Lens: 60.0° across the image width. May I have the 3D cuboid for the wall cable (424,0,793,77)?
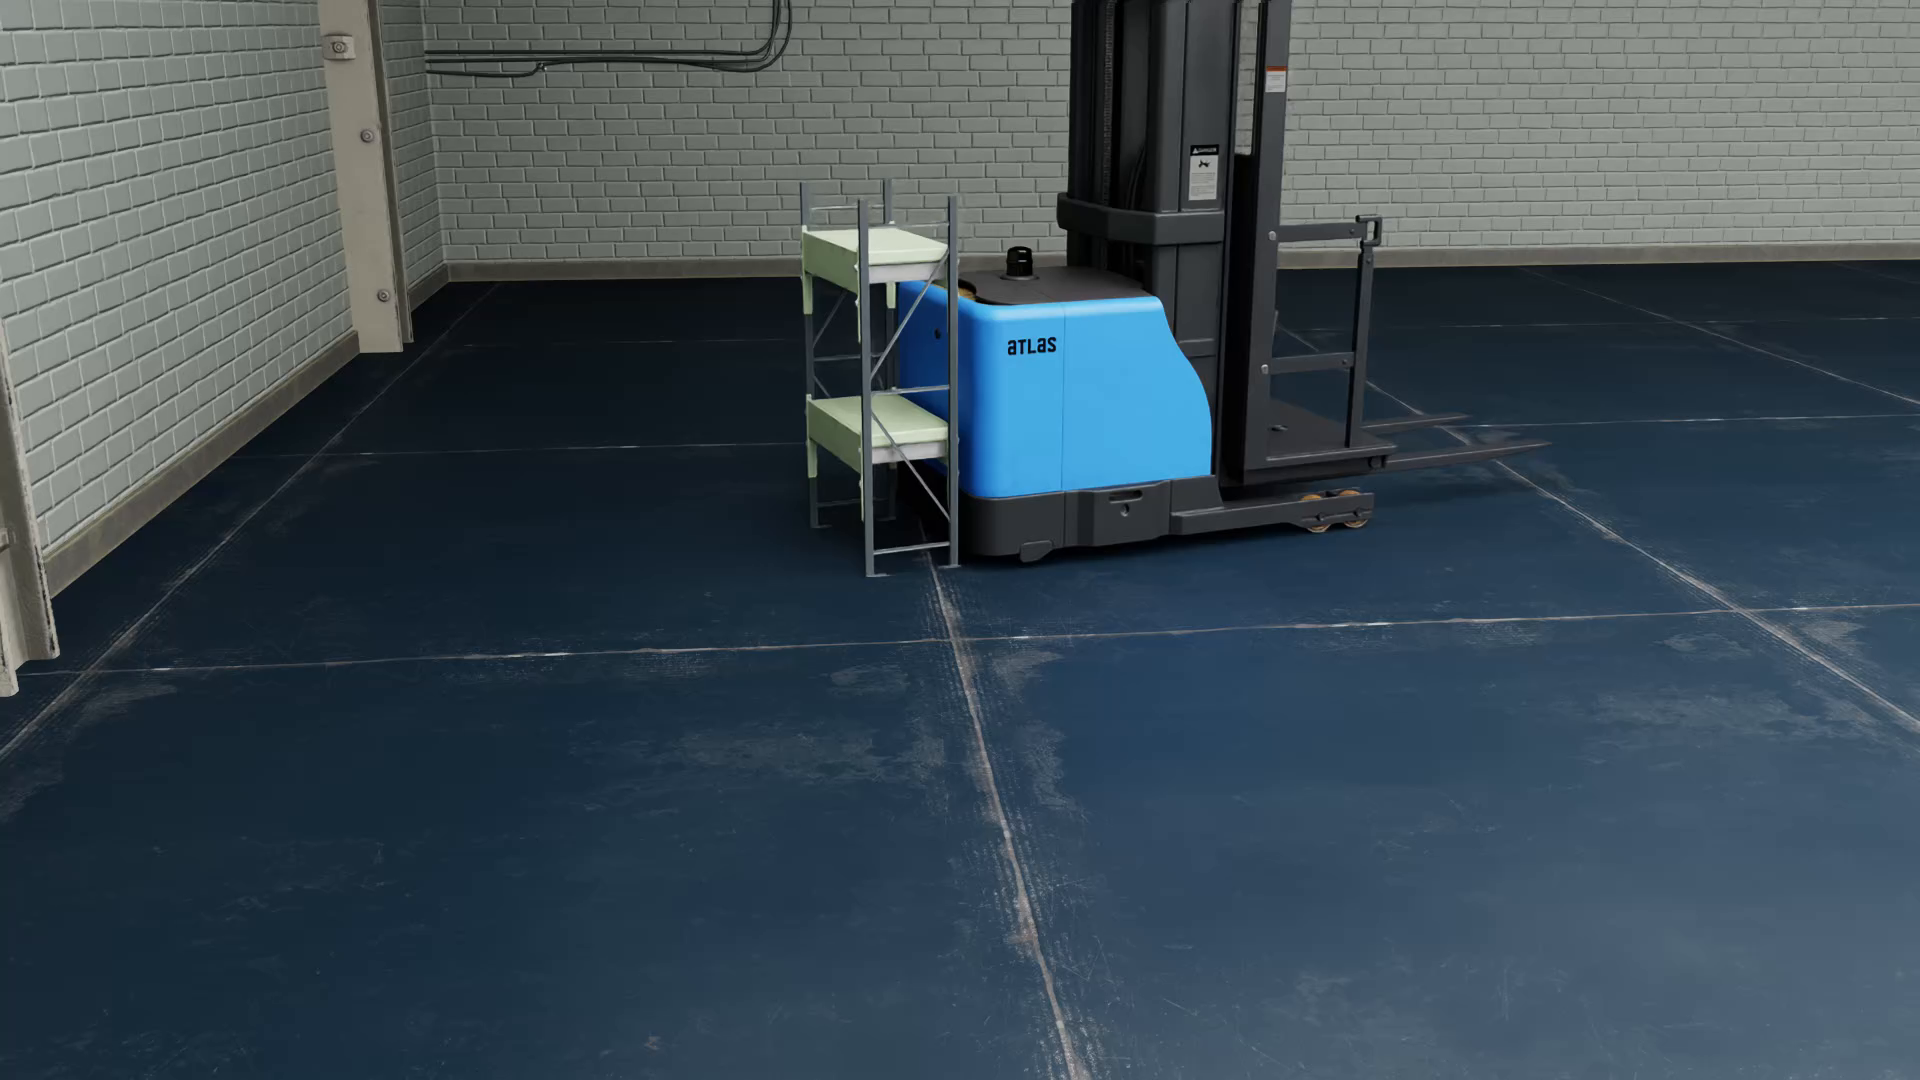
[{"bbox_3d":[-2.931,-5.054,13.435,3.097,2.526,0.112,-2,18,-6],"label":"wall cable"}]

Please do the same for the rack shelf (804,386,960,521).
[{"bbox_3d":[-0.336,-0.374,6.954,0.431,0.370,0.720,-7,19,-21],"label":"rack shelf"}]

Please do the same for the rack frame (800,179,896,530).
[{"bbox_3d":[-0.476,-0.787,7.179,0.400,1.500,0.023,-7,19,-21],"label":"rack frame"}]

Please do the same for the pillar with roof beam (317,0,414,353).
[{"bbox_3d":[0.340,-5.750,10.467,9.100,9.000,0.400,-2,18,-6],"label":"pillar with roof beam"}]

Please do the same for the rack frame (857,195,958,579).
[{"bbox_3d":[-0.196,-0.584,6.534,0.400,1.500,0.023,-7,19,-21],"label":"rack frame"}]

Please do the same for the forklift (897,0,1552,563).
[{"bbox_3d":[1.286,-1.569,7.280,3.031,2.935,1.130,-7,19,-21],"label":"forklift"}]

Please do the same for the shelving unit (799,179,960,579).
[{"bbox_3d":[-0.336,-0.685,6.856,0.431,1.500,0.755,-7,19,-21],"label":"shelving unit"}]

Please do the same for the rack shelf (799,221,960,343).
[{"bbox_3d":[-0.336,-1.058,6.739,0.431,0.370,0.720,-7,19,-21],"label":"rack shelf"}]
